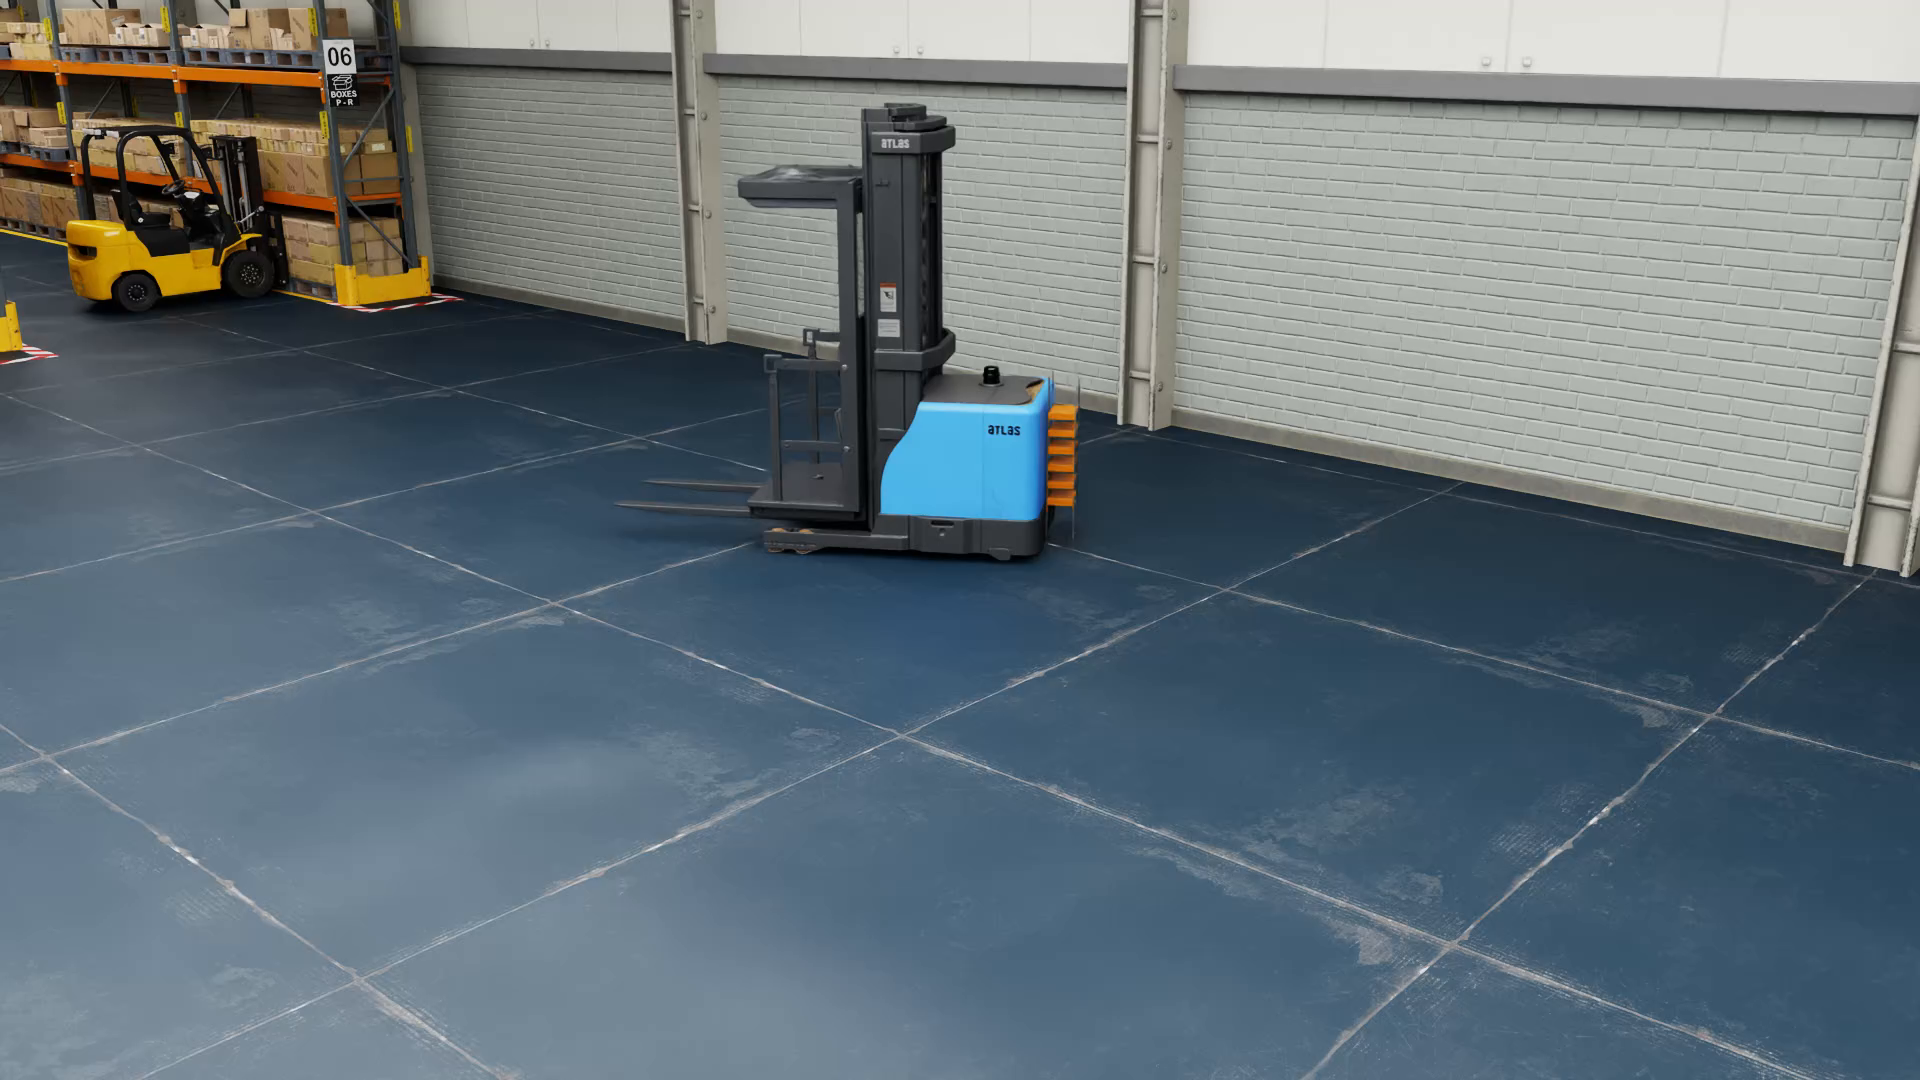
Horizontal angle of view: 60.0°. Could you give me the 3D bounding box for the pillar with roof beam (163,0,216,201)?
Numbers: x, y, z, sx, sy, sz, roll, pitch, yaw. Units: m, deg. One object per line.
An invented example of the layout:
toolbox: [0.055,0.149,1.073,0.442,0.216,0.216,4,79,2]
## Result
pillar with roof beam: [-14.667,-7.964,21.831,0.400,9.000,9.100,15,23,39]

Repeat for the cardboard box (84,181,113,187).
cardboard box: [-14.128,-5.797,27.284,0.250,0.149,0.380,14,22,37]

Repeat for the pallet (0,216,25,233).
pallet: [-15.741,-5.456,28.455,1.213,0.211,1.003,15,23,39]

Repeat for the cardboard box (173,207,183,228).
cardboard box: [-10.789,-4.504,24.077,0.625,0.625,0.875,16,24,42]

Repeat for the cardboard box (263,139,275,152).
cardboard box: [-8.821,-5.146,21.629,0.250,0.149,0.380,15,23,40]

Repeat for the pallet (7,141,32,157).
pallet: [-14.841,-6.435,27.246,1.213,0.211,1.003,15,23,39]

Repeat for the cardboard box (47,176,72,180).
cardboard box: [-15.141,-6.038,28.044,0.250,0.149,0.380,16,24,41]

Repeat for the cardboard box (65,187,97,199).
cardboard box: [-13.921,-5.497,26.338,0.250,0.149,0.380,14,22,37]

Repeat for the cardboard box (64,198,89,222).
cardboard box: [-13.842,-5.182,26.419,0.500,0.500,0.500,16,24,41]

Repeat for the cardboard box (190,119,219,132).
cardboard box: [-10.350,-5.701,22.888,0.250,0.149,0.380,16,23,40]

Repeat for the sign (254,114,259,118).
sign: [-10.024,-5.910,23.713,0.005,0.325,0.100,15,23,39]

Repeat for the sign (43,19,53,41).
sign: [-13.745,-7.691,25.072,0.005,0.325,0.100,15,23,39]

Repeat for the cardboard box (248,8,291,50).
cardboard box: [-8.592,-6.518,21.207,0.500,0.500,0.700,15,23,40]

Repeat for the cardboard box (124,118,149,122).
cardboard box: [-12.582,-6.381,25.522,0.250,0.149,0.380,15,23,39]

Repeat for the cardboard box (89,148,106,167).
cardboard box: [-12.841,-5.819,25.236,0.500,0.250,0.500,14,23,38]

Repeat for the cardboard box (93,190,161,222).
cardboard box: [-12.926,-5.077,25.881,0.625,0.625,0.875,16,24,41]

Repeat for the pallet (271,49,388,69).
pallet: [-7.911,-6.066,20.954,1.213,0.211,1.003,15,23,39]

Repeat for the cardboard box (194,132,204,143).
cardboard box: [-10.328,-5.567,22.957,0.250,0.149,0.380,15,23,38]

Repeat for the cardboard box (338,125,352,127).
cardboard box: [-8.064,-5.308,21.649,0.250,0.149,0.380,15,23,40]

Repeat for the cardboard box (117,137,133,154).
cardboard box: [-12.061,-5.852,24.515,0.500,0.250,0.500,15,23,40]

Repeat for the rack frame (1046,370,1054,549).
rack frame: [0.611,-0.544,11.344,0.006,1.200,0.240,3,18,9]

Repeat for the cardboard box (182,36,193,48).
cardboard box: [-10.257,-6.733,22.464,0.250,0.149,0.380,16,23,40]

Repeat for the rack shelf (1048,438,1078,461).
rack shelf: [0.702,-0.612,11.306,0.180,0.103,0.258,3,18,9]

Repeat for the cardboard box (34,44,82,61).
cardboard box: [-13.928,-7.543,25.710,0.500,0.250,0.500,14,22,37]

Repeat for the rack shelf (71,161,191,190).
rack shelf: [-11.887,-5.392,24.833,4.000,0.370,1.077,15,23,39]

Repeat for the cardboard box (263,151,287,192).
cardboard box: [-8.707,-4.827,21.696,0.500,0.500,0.500,14,23,38]

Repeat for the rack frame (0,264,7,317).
rack frame: [-10.692,-3.407,17.388,0.127,3.000,1.000,15,23,39]

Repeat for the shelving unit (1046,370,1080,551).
shelving unit: [0.702,-0.540,11.329,0.189,1.200,0.258,3,18,9]

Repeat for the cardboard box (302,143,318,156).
cardboard box: [-8.056,-4.938,20.975,0.250,0.149,0.380,16,23,40]

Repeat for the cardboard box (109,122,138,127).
cardboard box: [-12.368,-6.106,24.656,0.250,0.149,0.380,16,23,40]

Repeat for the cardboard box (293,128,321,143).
cardboard box: [-8.226,-5.142,21.127,0.250,0.149,0.380,16,23,40]

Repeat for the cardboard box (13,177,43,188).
cardboard box: [-15.611,-5.987,27.882,0.250,0.149,0.380,15,23,38]

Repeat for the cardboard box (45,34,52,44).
cardboard box: [-13.808,-7.702,25.551,0.250,0.149,0.380,16,23,40]

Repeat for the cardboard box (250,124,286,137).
cardboard box: [-9.135,-5.414,21.984,0.250,0.149,0.380,15,23,39]

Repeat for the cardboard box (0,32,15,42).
cardboard box: [-15.249,-8.045,26.599,0.250,0.149,0.380,16,23,40]

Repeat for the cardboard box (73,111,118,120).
cardboard box: [-13.664,-6.523,26.348,0.500,0.500,0.500,16,24,42]

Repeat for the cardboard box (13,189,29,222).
cardboard box: [-15.387,-5.595,27.720,0.500,0.500,0.500,14,22,38]

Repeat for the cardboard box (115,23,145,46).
cardboard box: [-11.669,-7.213,23.710,0.500,0.311,0.500,14,22,37]

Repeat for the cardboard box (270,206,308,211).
cardboard box: [-9.137,-4.442,22.847,0.500,0.250,0.500,15,23,40]

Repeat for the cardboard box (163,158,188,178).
cardboard box: [-10.942,-5.304,23.614,0.500,0.250,0.500,16,23,40]

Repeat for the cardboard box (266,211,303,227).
cardboard box: [-9.095,-4.222,22.156,0.500,0.250,0.500,14,23,38]

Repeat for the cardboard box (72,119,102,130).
cardboard box: [-13.340,-6.363,25.465,0.250,0.149,0.380,16,24,41]

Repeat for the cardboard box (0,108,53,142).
cardboard box: [-15.187,-6.778,27.152,0.500,0.500,0.700,15,23,39]

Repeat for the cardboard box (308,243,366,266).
cardboard box: [-7.971,-3.685,21.290,0.500,0.250,0.500,15,23,39]

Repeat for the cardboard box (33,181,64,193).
cardboard box: [-14.894,-5.769,27.197,0.250,0.149,0.380,14,22,37]

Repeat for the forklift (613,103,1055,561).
forklift: [-0.886,-1.454,11.347,3.031,2.935,1.130,3,18,9]

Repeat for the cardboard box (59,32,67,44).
cardboard box: [-13.324,-7.564,25.056,0.250,0.166,0.380,15,23,39]

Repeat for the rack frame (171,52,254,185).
rack frame: [-10.391,-5.334,23.459,0.127,3.000,1.000,15,23,39]

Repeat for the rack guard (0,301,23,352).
rack guard: [-10.748,-2.231,17.814,0.348,0.500,1.175,15,23,39]

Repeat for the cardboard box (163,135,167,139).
cardboard box: [-11.147,-5.818,23.746,0.250,0.149,0.380,15,23,39]

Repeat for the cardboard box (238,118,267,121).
cardboard box: [-9.792,-5.777,23.126,0.250,0.149,0.380,14,23,38]

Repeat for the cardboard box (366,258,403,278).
cardboard box: [-7.637,-3.563,21.731,0.500,0.250,0.500,15,23,39]

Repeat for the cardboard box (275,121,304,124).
cardboard box: [-9.016,-5.572,22.481,0.250,0.149,0.380,15,23,39]
